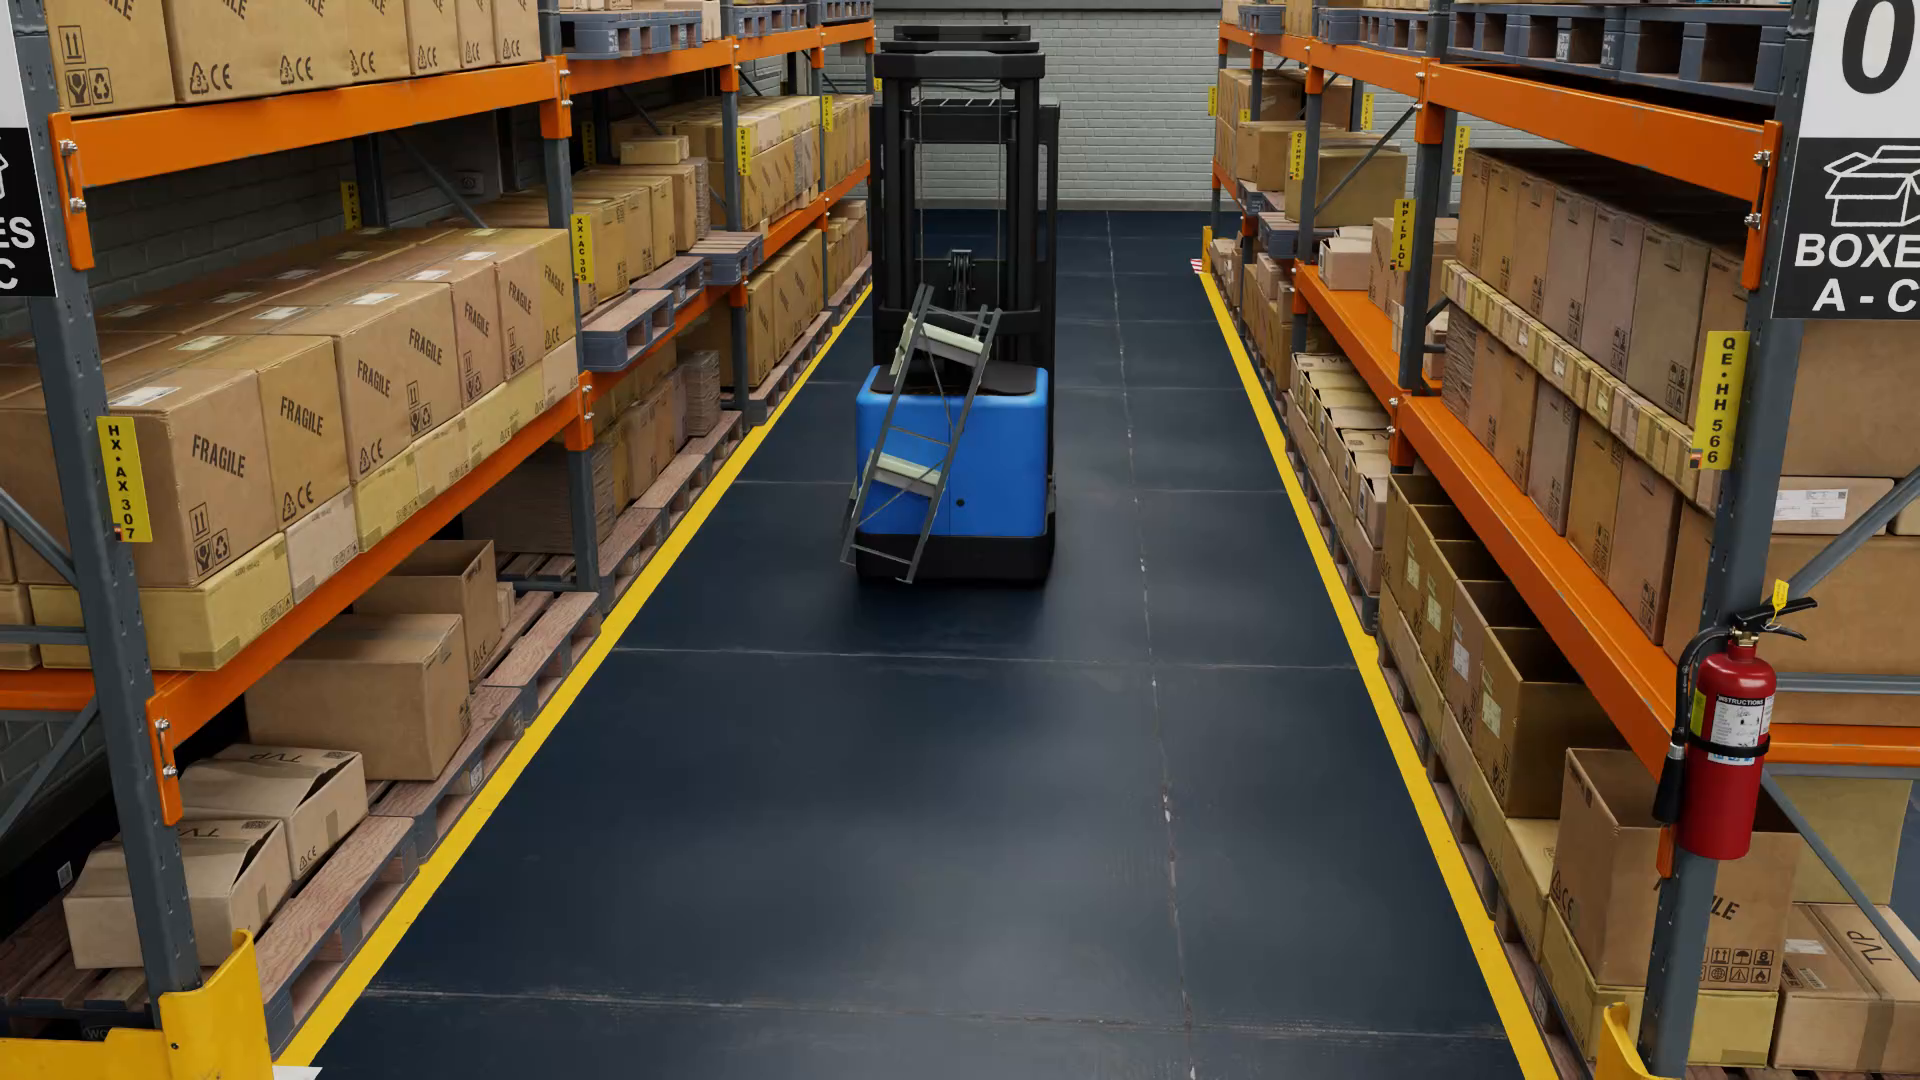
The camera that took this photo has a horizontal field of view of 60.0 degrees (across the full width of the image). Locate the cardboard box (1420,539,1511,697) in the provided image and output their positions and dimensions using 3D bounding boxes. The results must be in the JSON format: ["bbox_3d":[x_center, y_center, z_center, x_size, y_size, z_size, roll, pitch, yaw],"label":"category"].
[{"bbox_3d":[2.169,0.314,6.684,0.500,0.500,0.500,1,18,4],"label":"cardboard box"}]

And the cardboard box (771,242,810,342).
[{"bbox_3d":[-1.759,-2.175,14.522,0.750,0.750,0.750,2,18,6],"label":"cardboard box"}]

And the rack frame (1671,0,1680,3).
[{"bbox_3d":[8.387,-7.350,17.903,1.000,3.000,0.127,1,18,4],"label":"rack frame"}]

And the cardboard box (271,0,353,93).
[{"bbox_3d":[-2.261,-1.659,5.160,0.500,0.500,0.500,2,18,6],"label":"cardboard box"}]

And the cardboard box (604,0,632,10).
[{"bbox_3d":[-2.148,-3.217,9.271,0.500,0.500,0.500,1,18,2],"label":"cardboard box"}]

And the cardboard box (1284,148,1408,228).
[{"bbox_3d":[2.806,-2.572,12.119,0.700,0.500,0.500,-5,19,-15],"label":"cardboard box"}]

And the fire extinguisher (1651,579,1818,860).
[{"bbox_3d":[1.828,0.421,3.944,0.296,0.674,0.183,1,18,4],"label":"fire extinguisher"}]

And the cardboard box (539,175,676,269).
[{"bbox_3d":[-2.159,-1.959,10.216,0.700,0.500,0.500,1,18,4],"label":"cardboard box"}]

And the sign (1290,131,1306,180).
[{"bbox_3d":[2.331,-2.648,11.455,0.100,0.325,0.005,1,18,4],"label":"sign"}]

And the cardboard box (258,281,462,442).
[{"bbox_3d":[-2.194,-0.662,6.129,0.500,0.500,0.500,2,18,6],"label":"cardboard box"}]

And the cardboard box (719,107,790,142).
[{"bbox_3d":[-1.679,-3.407,13.628,0.500,0.250,0.500,1,18,3],"label":"cardboard box"}]

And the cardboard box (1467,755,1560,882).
[{"bbox_3d":[2.101,0.981,5.852,0.500,0.250,0.500,1,18,4],"label":"cardboard box"}]

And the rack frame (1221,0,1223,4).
[{"bbox_3d":[3.446,-7.462,18.244,1.000,3.000,0.127,1,18,4],"label":"rack frame"}]

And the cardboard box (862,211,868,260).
[{"bbox_3d":[-1.445,-3.513,19.165,0.700,0.500,0.500,1,18,4],"label":"cardboard box"}]

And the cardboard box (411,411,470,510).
[{"bbox_3d":[-2.186,-0.310,6.262,0.500,0.250,0.500,1,18,4],"label":"cardboard box"}]

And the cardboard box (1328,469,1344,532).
[{"bbox_3d":[2.401,-0.228,9.544,0.500,0.250,0.500,2,18,5],"label":"cardboard box"}]

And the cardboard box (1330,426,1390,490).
[{"bbox_3d":[2.398,-0.492,9.449,0.500,0.311,0.500,1,18,4],"label":"cardboard box"}]

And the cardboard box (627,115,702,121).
[{"bbox_3d":[-2.254,-3.098,12.686,0.500,0.250,0.500,1,18,2],"label":"cardboard box"}]

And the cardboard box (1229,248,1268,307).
[{"bbox_3d":[2.917,-2.573,16.267,0.500,0.500,0.500,1,18,4],"label":"cardboard box"}]

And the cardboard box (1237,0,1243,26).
[{"bbox_3d":[3.003,-5.190,16.370,0.500,0.250,0.500,1,18,4],"label":"cardboard box"}]

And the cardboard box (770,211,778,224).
[{"bbox_3d":[-1.715,-2.700,13.716,0.380,0.149,0.250,1,18,4],"label":"cardboard box"}]

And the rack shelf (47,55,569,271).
[{"bbox_3d":[-2.499,-1.456,5.887,1.077,0.370,4.000,1,18,4],"label":"rack shelf"}]

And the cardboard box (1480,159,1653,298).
[{"bbox_3d":[2.526,-1.253,6.686,0.700,0.500,0.500,1,18,4],"label":"cardboard box"}]

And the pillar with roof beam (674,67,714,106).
[{"bbox_3d":[1.700,-6.470,15.215,9.100,9.000,0.400,1,18,4],"label":"pillar with roof beam"}]

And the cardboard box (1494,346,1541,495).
[{"bbox_3d":[2.489,-0.474,6.392,0.700,0.500,0.500,2,18,5],"label":"cardboard box"}]

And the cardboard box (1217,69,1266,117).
[{"bbox_3d":[3.152,-5.002,18.604,0.500,0.500,0.500,2,18,6],"label":"cardboard box"}]

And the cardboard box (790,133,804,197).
[{"bbox_3d":[-1.635,-3.213,14.241,0.500,0.500,0.500,1,18,4],"label":"cardboard box"}]

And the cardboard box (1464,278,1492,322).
[{"bbox_3d":[2.339,-1.003,6.963,0.380,0.149,0.250,1,18,2],"label":"cardboard box"}]

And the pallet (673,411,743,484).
[{"bbox_3d":[-2.126,-0.668,11.623,1.003,0.211,1.213,1,18,4],"label":"pallet"}]

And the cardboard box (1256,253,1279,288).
[{"bbox_3d":[2.810,-2.291,14.201,0.500,0.250,0.500,1,18,4],"label":"cardboard box"}]

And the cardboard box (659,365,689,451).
[{"bbox_3d":[-2.221,-0.875,11.084,0.700,0.500,0.500,1,18,4],"label":"cardboard box"}]

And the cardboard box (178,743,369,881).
[{"bbox_3d":[-2.462,0.928,5.887,0.500,0.311,0.500,3,18,8],"label":"cardboard box"}]

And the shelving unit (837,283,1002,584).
[{"bbox_3d":[-0.238,-0.595,8.945,0.431,1.500,0.755,17,8,-7],"label":"shelving unit"}]

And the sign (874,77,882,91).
[{"bbox_3d":[-0.955,-5.367,19.245,0.100,0.325,0.005,1,18,4],"label":"sign"}]

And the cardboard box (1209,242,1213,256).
[{"bbox_3d":[3.074,-3.343,19.180,0.380,0.149,0.250,1,18,4],"label":"cardboard box"}]

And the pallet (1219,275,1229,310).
[{"bbox_3d":[3.295,-2.637,17.631,1.003,0.211,1.213,1,18,4],"label":"pallet"}]

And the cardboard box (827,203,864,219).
[{"bbox_3d":[-1.290,-3.697,18.688,0.380,0.149,0.250,2,18,5],"label":"cardboard box"}]

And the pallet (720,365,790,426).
[{"bbox_3d":[-1.937,-1.154,13.105,1.003,0.211,1.213,1,18,4],"label":"pallet"}]

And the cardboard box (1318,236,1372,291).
[{"bbox_3d":[2.616,-1.811,10.775,0.500,0.311,0.500,1,18,3],"label":"cardboard box"}]

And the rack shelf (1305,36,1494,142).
[{"bbox_3d":[2.729,-2.589,9.344,1.077,0.370,4.000,1,18,4],"label":"rack shelf"}]

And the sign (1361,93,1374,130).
[{"bbox_3d":[3.713,-3.908,15.172,0.100,0.325,0.005,1,18,4],"label":"sign"}]

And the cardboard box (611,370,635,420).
[{"bbox_3d":[-2.257,-0.899,9.952,0.500,0.250,0.500,1,18,2],"label":"cardboard box"}]

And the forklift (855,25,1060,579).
[{"bbox_3d":[0.040,-1.589,10.064,1.130,2.935,3.031,1,18,3],"label":"forklift"}]

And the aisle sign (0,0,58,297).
[{"bbox_3d":[-2.348,-0.958,3.853,0.394,0.787,0.004,1,18,4],"label":"aisle sign"}]

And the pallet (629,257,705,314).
[{"bbox_3d":[-2.169,-1.529,10.080,1.003,0.211,1.213,1,18,4],"label":"pallet"}]

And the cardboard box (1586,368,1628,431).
[{"bbox_3d":[2.211,-0.441,5.249,0.380,0.149,0.250,2,18,6],"label":"cardboard box"}]

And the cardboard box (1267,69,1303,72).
[{"bbox_3d":[3.689,-4.989,18.566,0.500,0.500,0.500,1,18,3],"label":"cardboard box"}]

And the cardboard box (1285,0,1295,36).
[{"bbox_3d":[2.944,-4.055,12.505,0.910,0.500,0.500,1,18,4],"label":"cardboard box"}]

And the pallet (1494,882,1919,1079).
[{"bbox_3d":[2.312,1.445,5.174,1.003,0.211,1.213,1,18,4],"label":"pallet"}]

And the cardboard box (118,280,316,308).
[{"bbox_3d":[-2.705,-0.670,6.155,0.500,0.500,0.500,2,18,5],"label":"cardboard box"}]

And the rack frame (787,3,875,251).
[{"bbox_3d":[-1.495,-4.720,19.512,1.000,3.000,0.127,1,18,4],"label":"rack frame"}]

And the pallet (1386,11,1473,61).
[{"bbox_3d":[2.636,-2.493,8.203,0.805,0.209,1.217,1,18,2],"label":"pallet"}]

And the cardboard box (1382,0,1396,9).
[{"bbox_3d":[2.877,-3.375,10.154,0.500,0.250,0.500,2,18,5],"label":"cardboard box"}]
